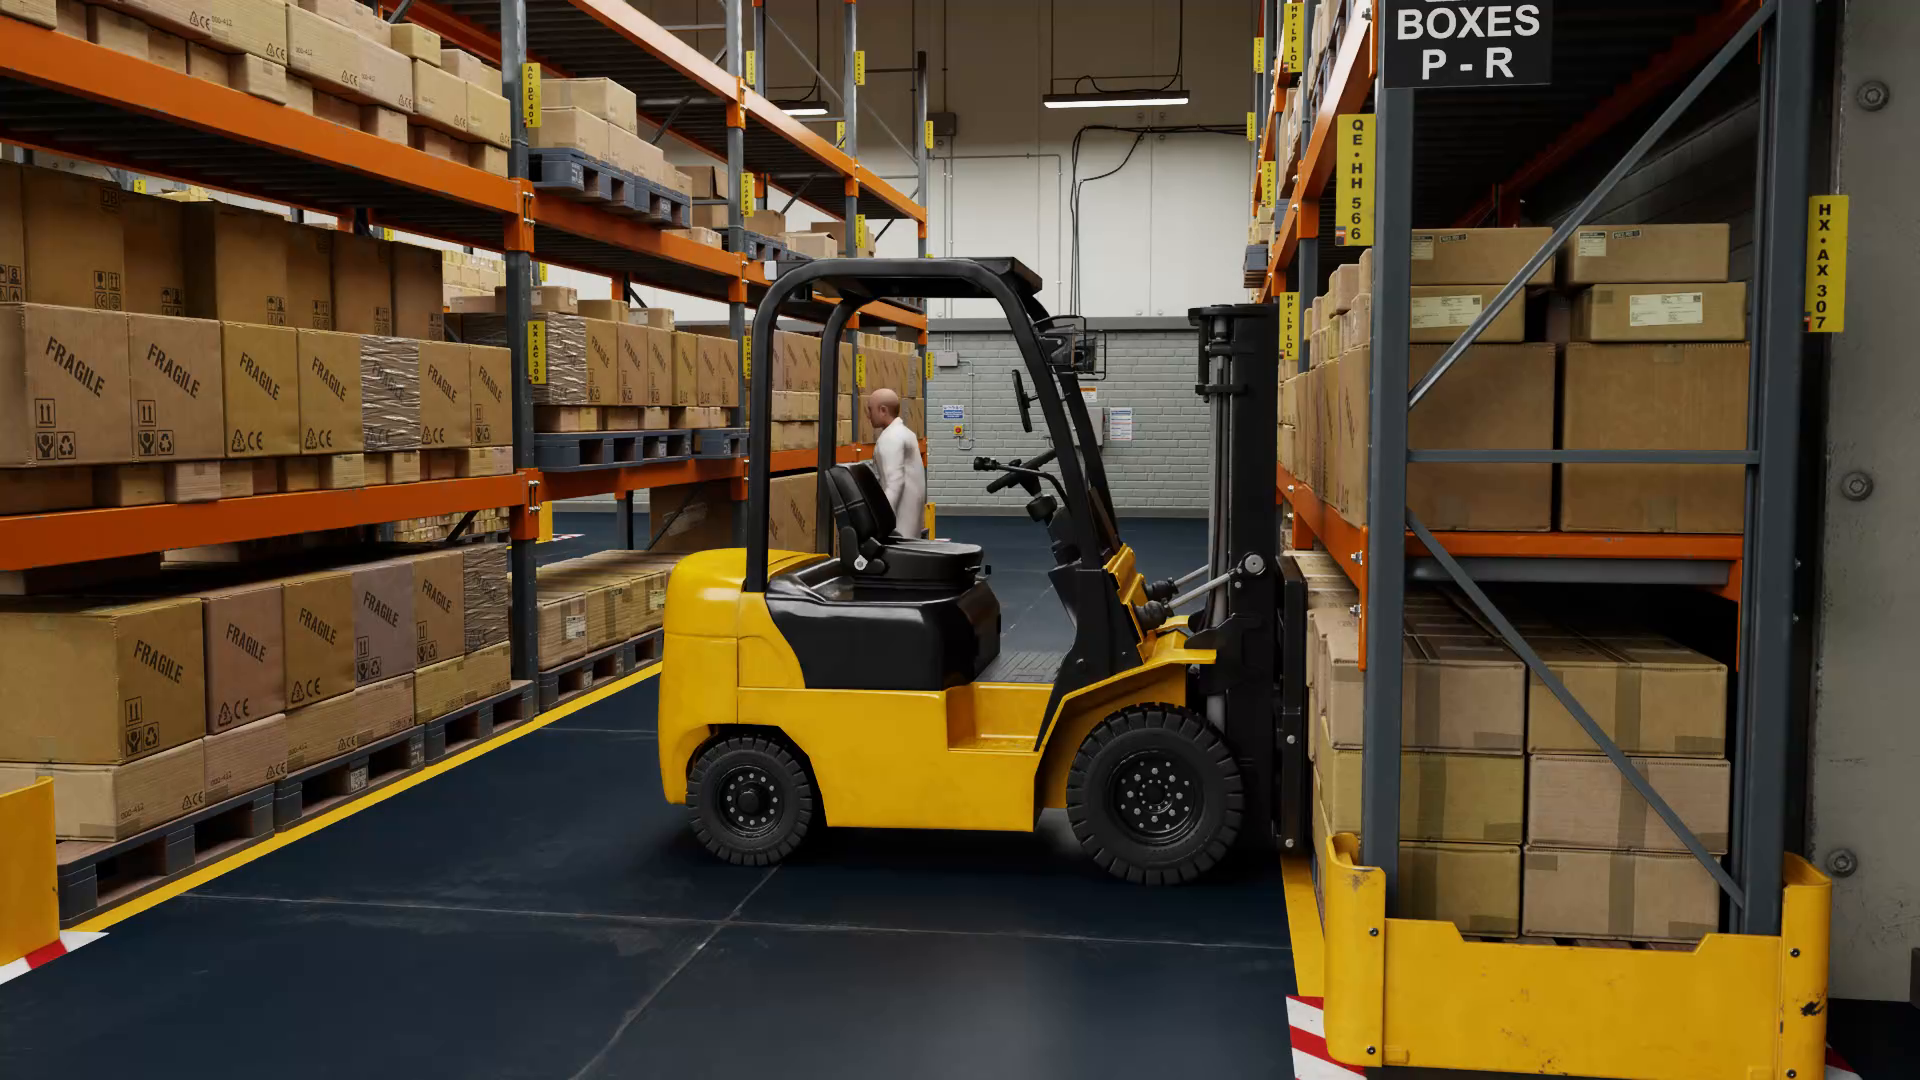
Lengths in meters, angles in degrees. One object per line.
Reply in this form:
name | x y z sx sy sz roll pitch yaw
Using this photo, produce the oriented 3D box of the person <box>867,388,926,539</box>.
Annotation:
person | -0.435 -0.090 10.767 0.416 1.774 0.643 1 4 8
